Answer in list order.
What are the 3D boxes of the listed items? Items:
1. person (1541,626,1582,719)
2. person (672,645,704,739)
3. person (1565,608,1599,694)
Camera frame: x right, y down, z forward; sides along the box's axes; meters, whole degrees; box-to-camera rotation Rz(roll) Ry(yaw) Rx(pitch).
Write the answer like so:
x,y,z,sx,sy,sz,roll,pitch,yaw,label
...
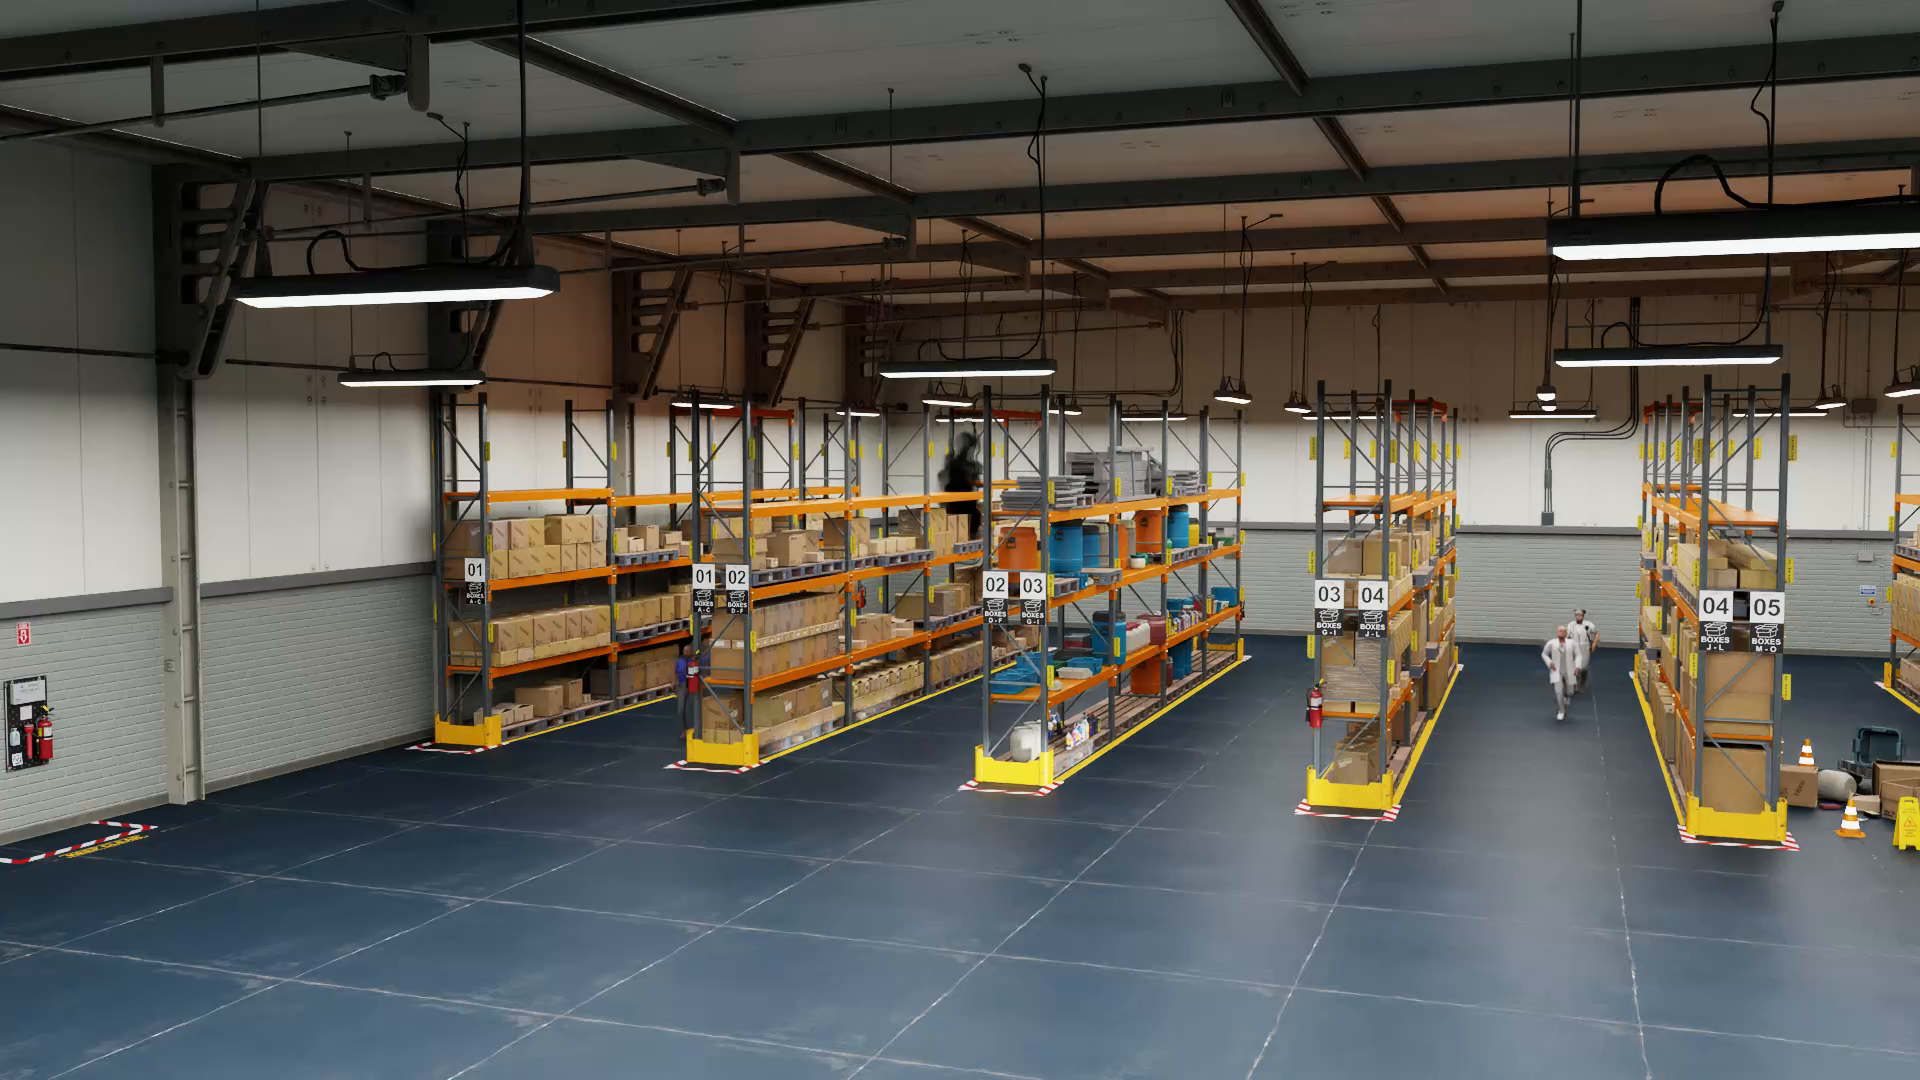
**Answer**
x,y,z,sx,sy,sz,roll,pitch,yaw,label
11.348,2.483,31.367,0.730,1.724,0.716,1,3,12,person
-4.772,2.648,29.127,0.584,1.602,0.739,0,3,8,person
12.835,2.301,34.426,0.662,1.793,0.680,2,3,29,person
